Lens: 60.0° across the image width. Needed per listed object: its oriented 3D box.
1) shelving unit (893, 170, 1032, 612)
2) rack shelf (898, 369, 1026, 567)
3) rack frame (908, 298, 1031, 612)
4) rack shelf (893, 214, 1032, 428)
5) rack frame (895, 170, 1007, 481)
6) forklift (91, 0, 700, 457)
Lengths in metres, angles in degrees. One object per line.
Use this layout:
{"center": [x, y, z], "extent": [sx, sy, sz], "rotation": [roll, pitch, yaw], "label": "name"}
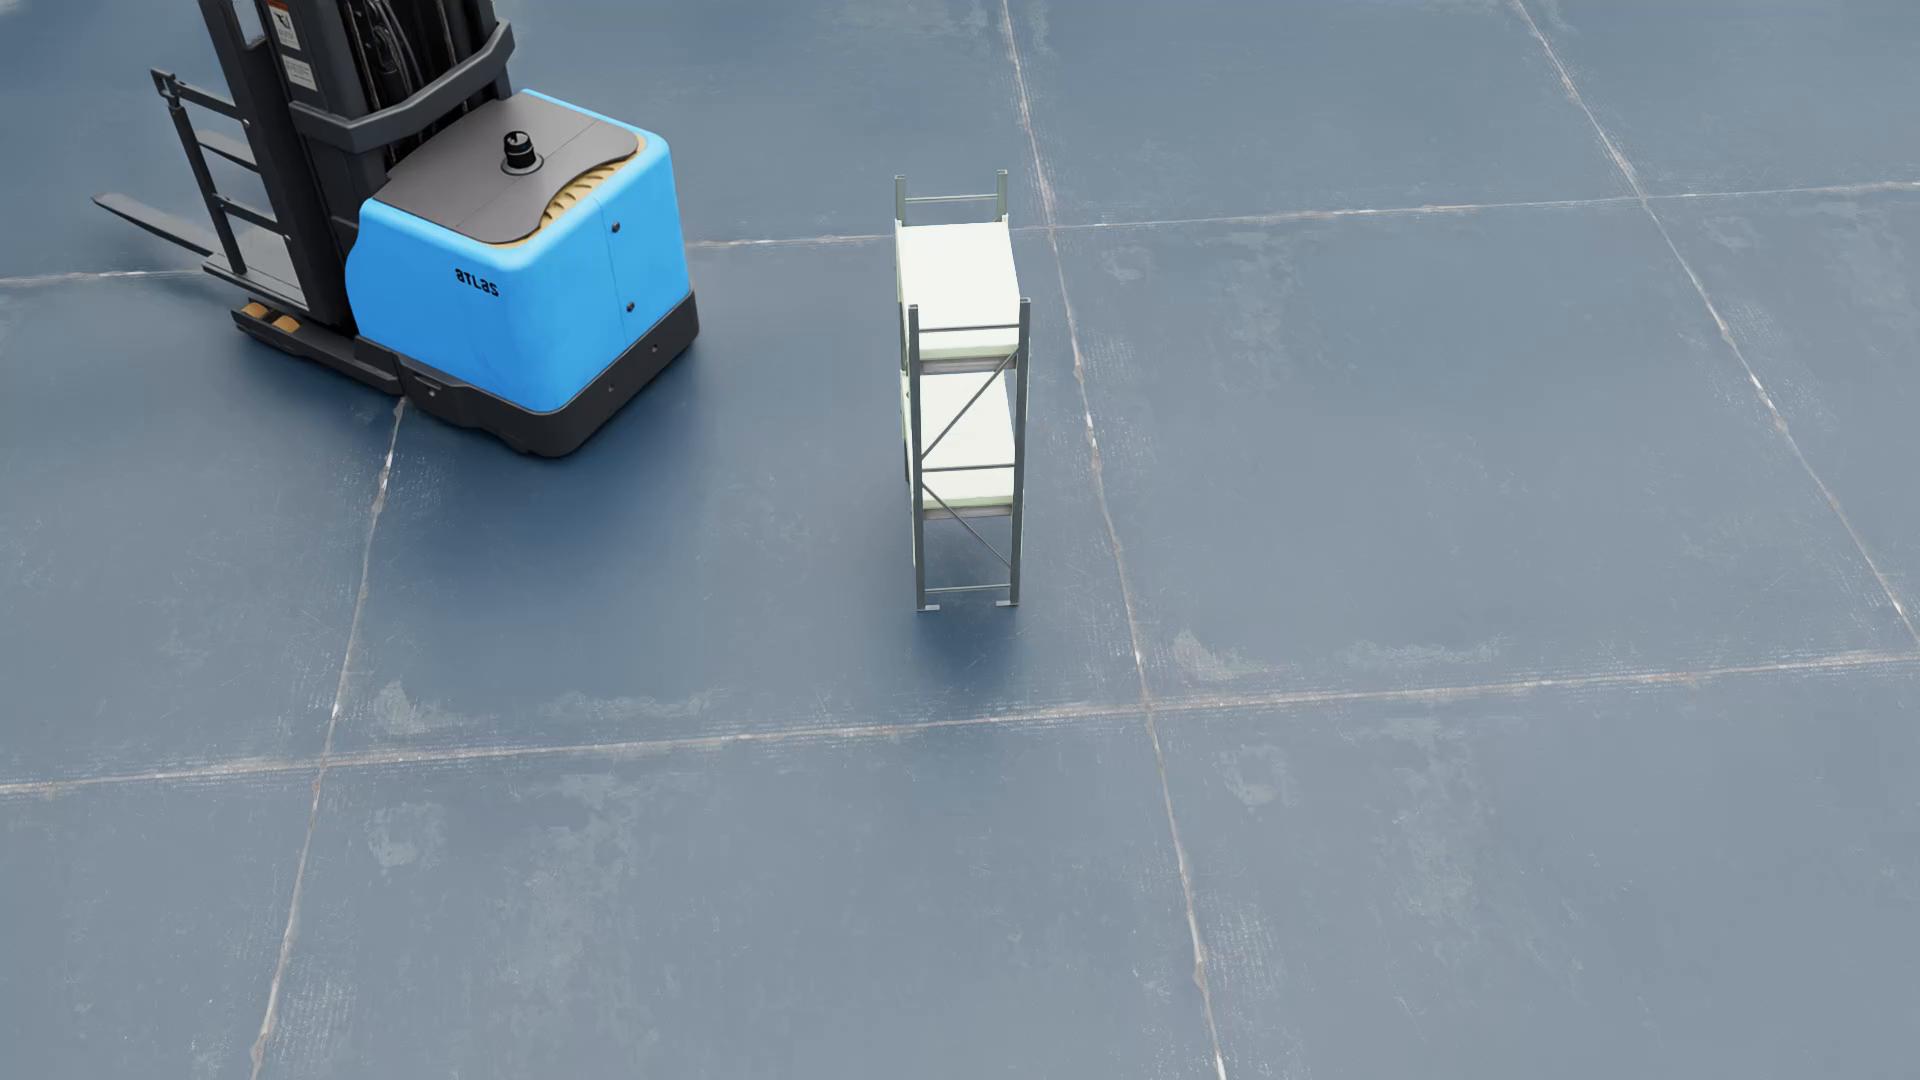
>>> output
{"center": [-0.001, -0.521, 6.210], "extent": [0.431, 1.500, 0.755], "rotation": [-3, 47, -3], "label": "shelving unit"}
{"center": [-0.001, -0.296, 6.447], "extent": [0.431, 0.370, 0.720], "rotation": [-3, 47, -3], "label": "rack shelf"}
{"center": [0.030, -0.256, 5.959], "extent": [0.400, 1.500, 0.023], "rotation": [-3, 47, -3], "label": "rack frame"}
{"center": [-0.001, -0.789, 5.927], "extent": [0.431, 0.370, 0.720], "rotation": [-3, 47, -3], "label": "rack shelf"}
{"center": [-0.031, -0.785, 6.461], "extent": [0.400, 1.500, 0.023], "rotation": [-3, 47, -3], "label": "rack frame"}
{"center": [-2.715, -2.163, 6.780], "extent": [3.031, 2.935, 1.130], "rotation": [23, 51, 20], "label": "forklift"}
